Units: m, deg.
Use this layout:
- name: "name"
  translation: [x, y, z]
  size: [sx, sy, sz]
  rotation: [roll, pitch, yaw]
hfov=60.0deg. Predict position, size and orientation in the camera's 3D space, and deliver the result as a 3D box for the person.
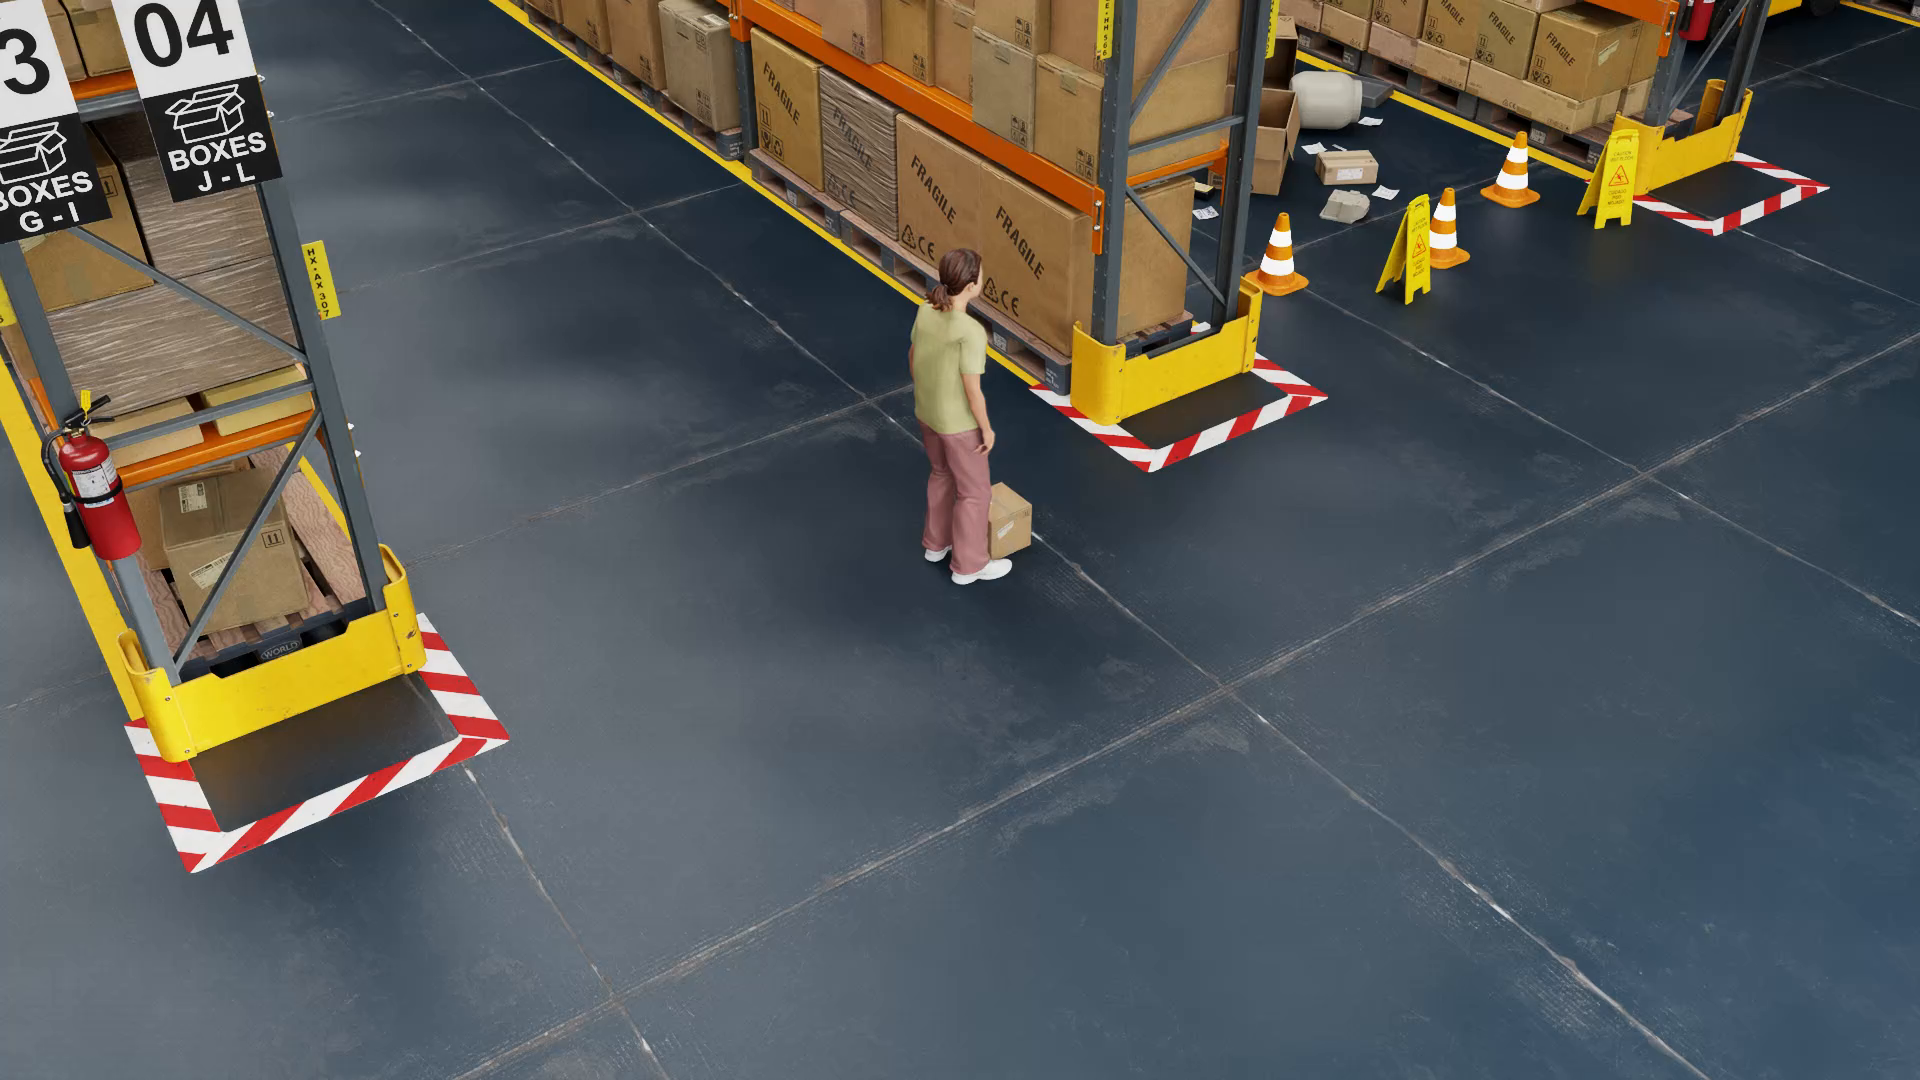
- name: "person"
  translation: [-0.018, -0.578, 7.783]
  size: [0.358, 1.673, 0.520]
  rotation: [-25, 43, -30]
